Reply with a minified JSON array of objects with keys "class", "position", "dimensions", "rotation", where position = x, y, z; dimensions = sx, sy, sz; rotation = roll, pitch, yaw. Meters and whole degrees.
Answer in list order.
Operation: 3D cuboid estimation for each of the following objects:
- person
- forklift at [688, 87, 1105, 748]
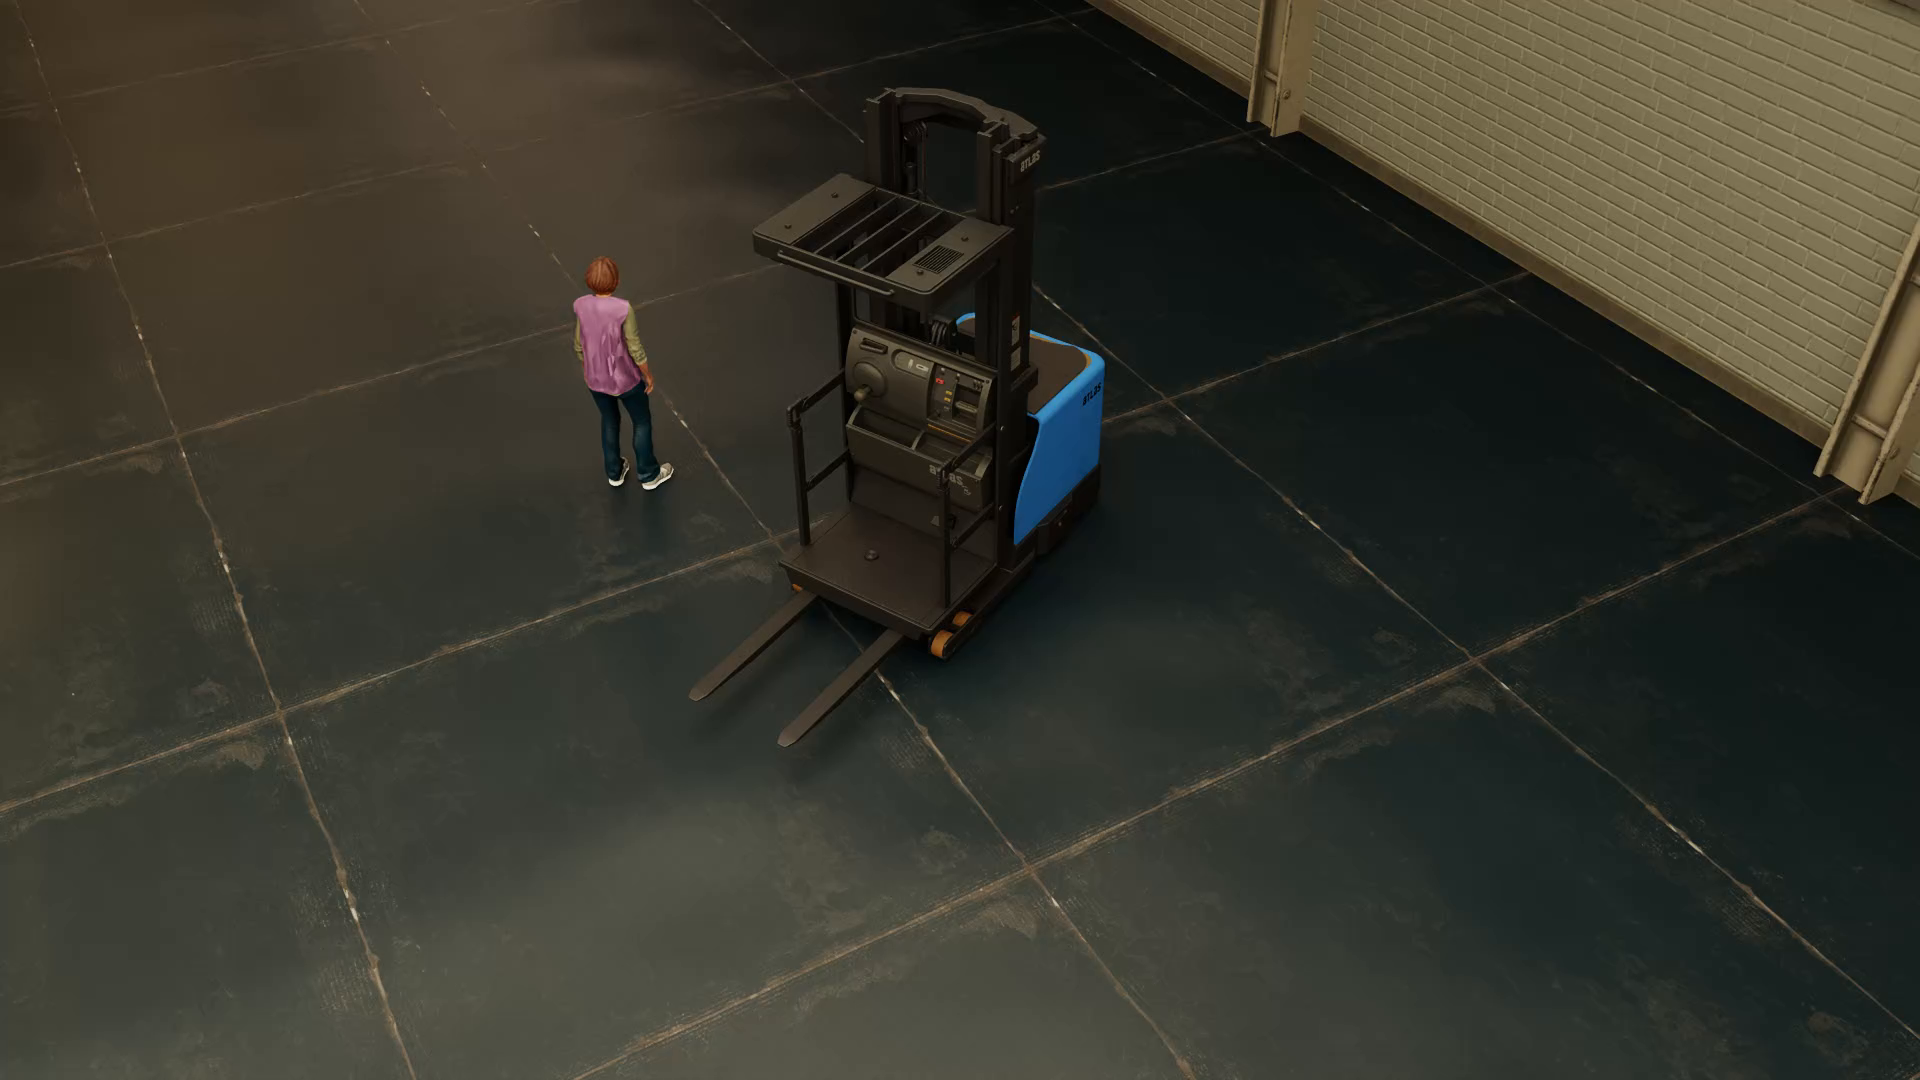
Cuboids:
[{"class":"person","position":[-2.126,-1.006,10.298],"dimensions":[0.465,1.593,0.344],"rotation":[10,41,12]},{"class":"forklift","position":[-0.348,-0.796,8.995],"dimensions":[1.130,2.935,3.031],"rotation":[23,45,25]}]
